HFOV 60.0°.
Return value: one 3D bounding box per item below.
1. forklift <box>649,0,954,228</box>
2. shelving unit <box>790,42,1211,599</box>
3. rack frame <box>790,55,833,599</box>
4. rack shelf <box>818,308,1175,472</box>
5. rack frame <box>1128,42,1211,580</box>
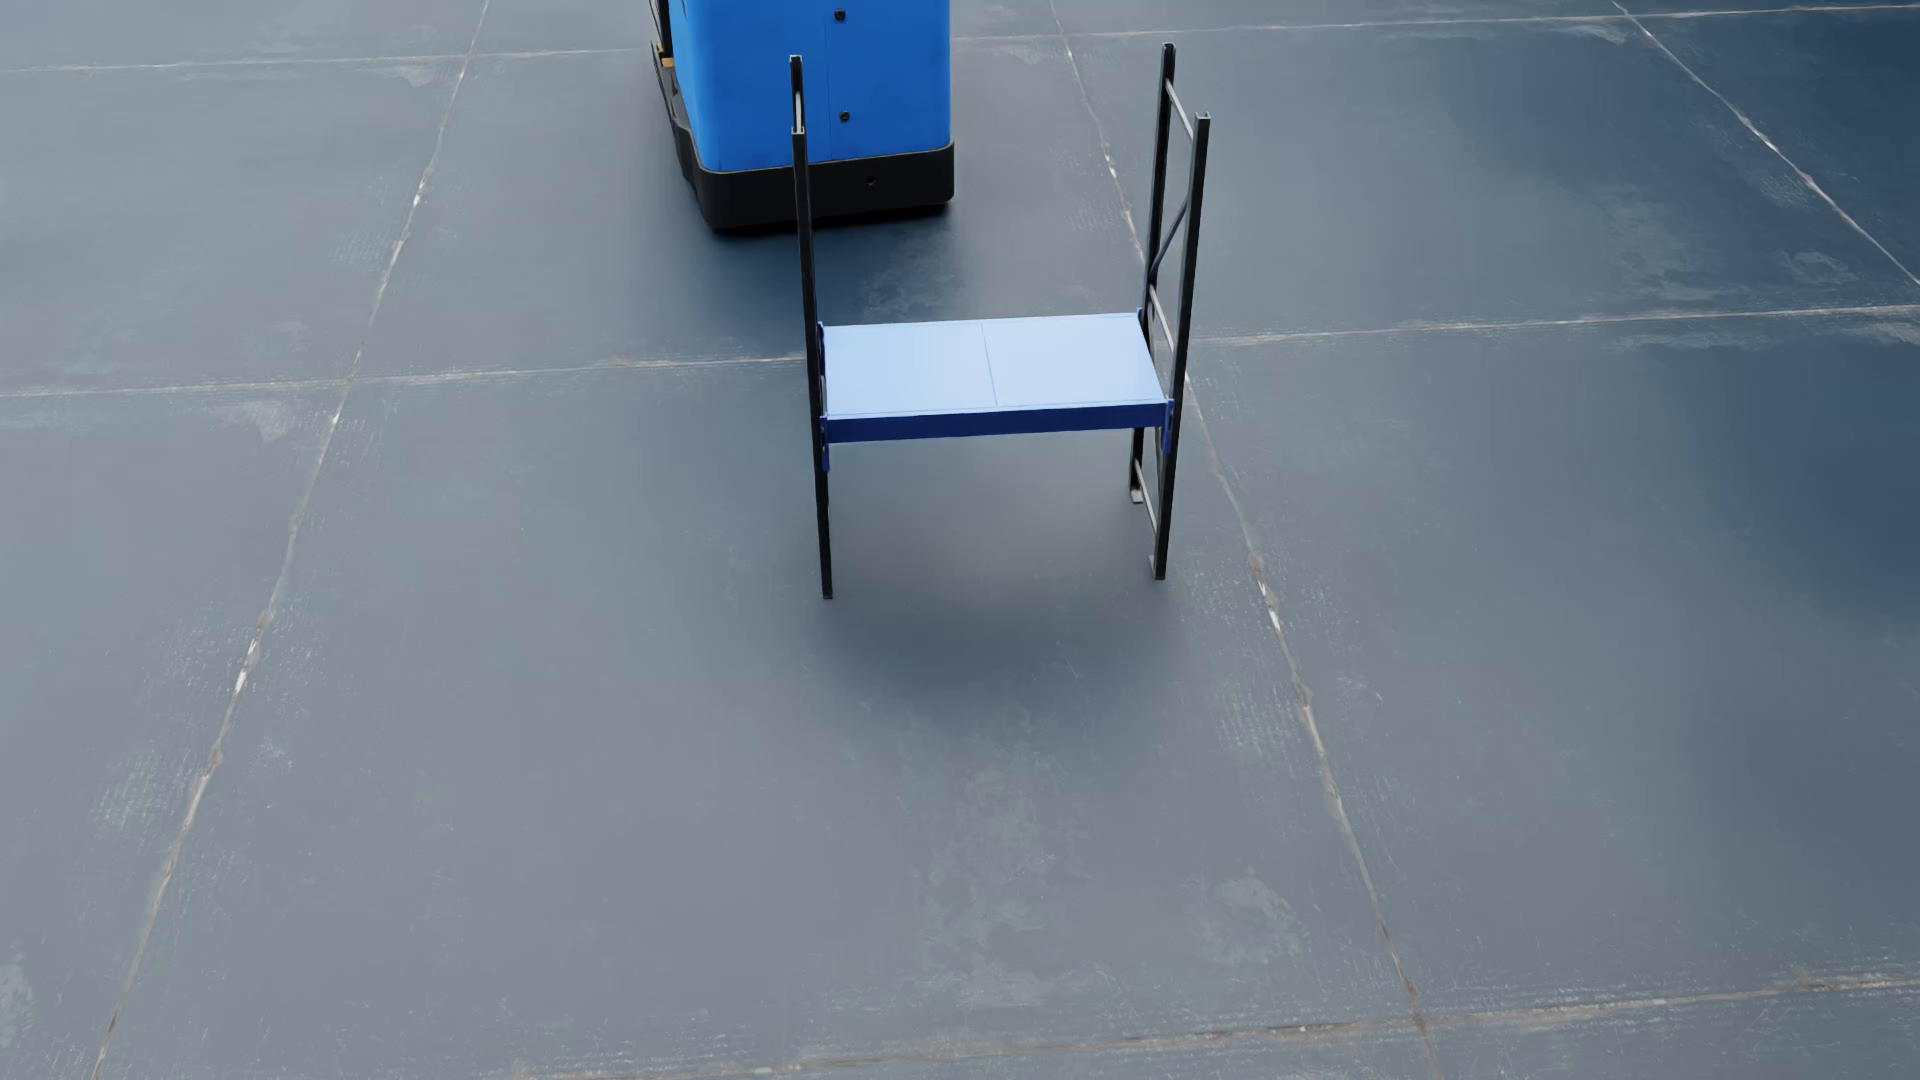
[{"bbox_3d":[-0.876,-3.333,7.108,1.130,2.935,3.031,-9,39,-11],"label":"forklift"},{"bbox_3d":[0.085,-0.593,4.791,1.048,1.500,0.538,-3,38,-4],"label":"shelving unit"},{"bbox_3d":[-0.421,-0.566,4.756,0.032,1.500,0.500,-3,38,-4],"label":"rack frame"},{"bbox_3d":[0.085,-0.452,4.903,1.000,0.185,0.538,-3,38,-4],"label":"rack shelf"},{"bbox_3d":[0.591,-0.621,4.827,0.032,1.500,0.500,-3,38,-4],"label":"rack frame"}]
